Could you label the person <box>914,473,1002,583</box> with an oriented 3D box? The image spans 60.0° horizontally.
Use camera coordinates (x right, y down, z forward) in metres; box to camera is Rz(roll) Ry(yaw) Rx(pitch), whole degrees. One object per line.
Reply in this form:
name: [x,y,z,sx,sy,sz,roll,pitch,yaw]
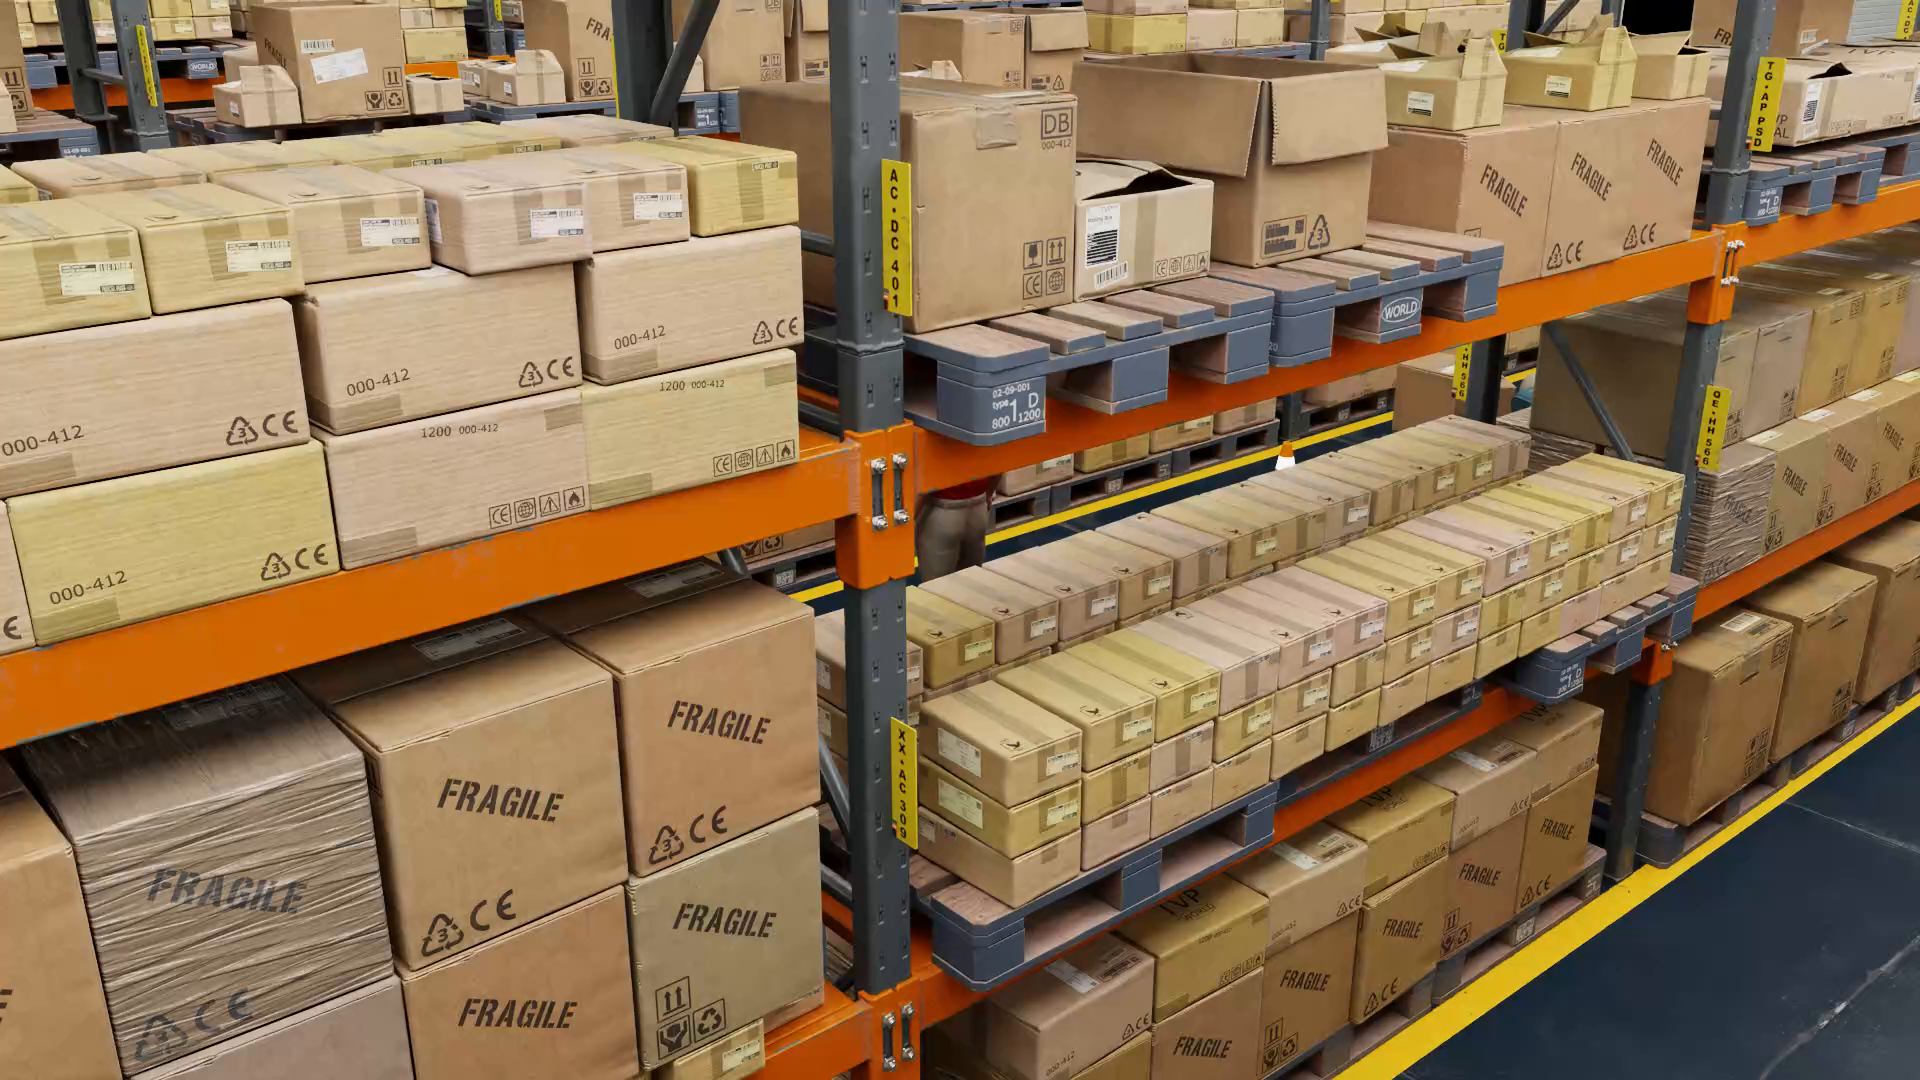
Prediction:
person: [-0.100,-0.142,8.953,0.640,1.727,0.551,-17,27,-37]
